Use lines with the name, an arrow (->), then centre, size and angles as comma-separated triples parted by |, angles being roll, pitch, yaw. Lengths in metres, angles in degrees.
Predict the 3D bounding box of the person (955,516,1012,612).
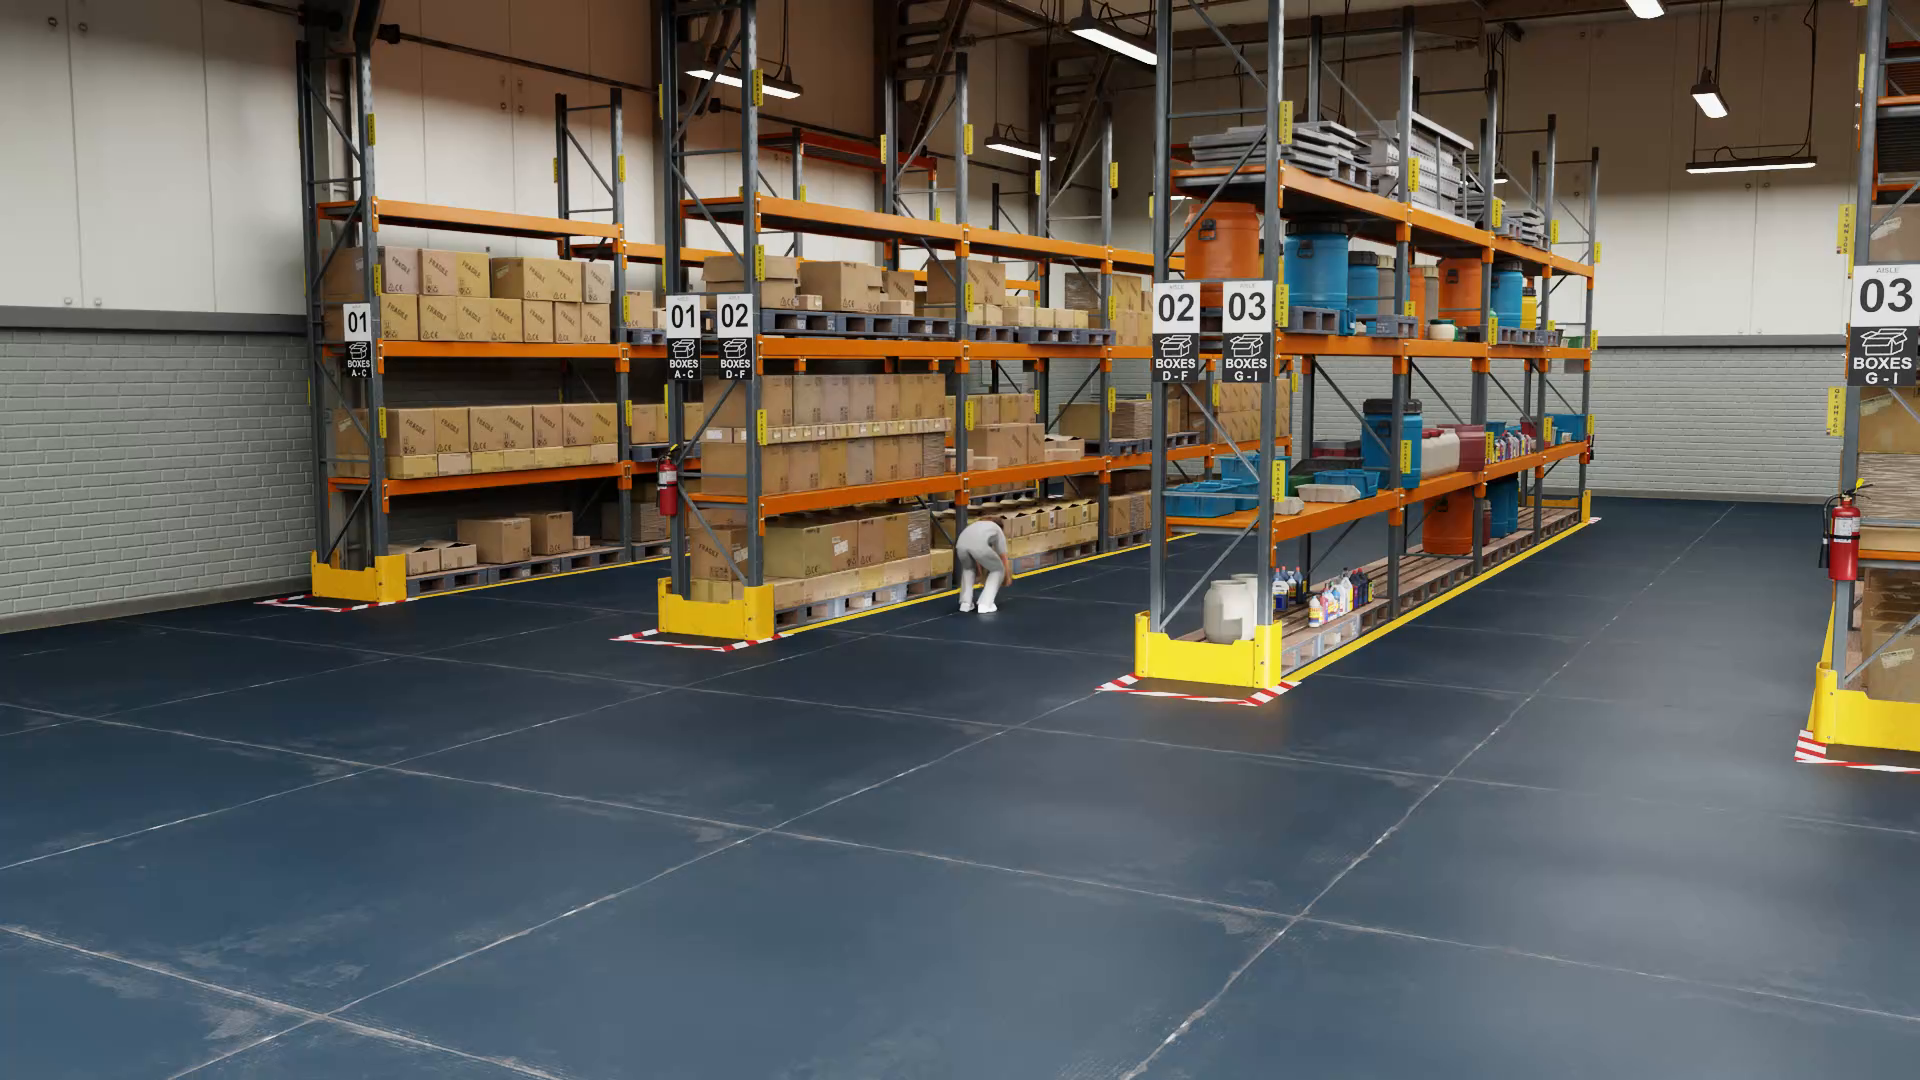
person -> 0.248, 0.252, 17.412 | 0.475, 0.949, 0.865 | 3, 7, 25
